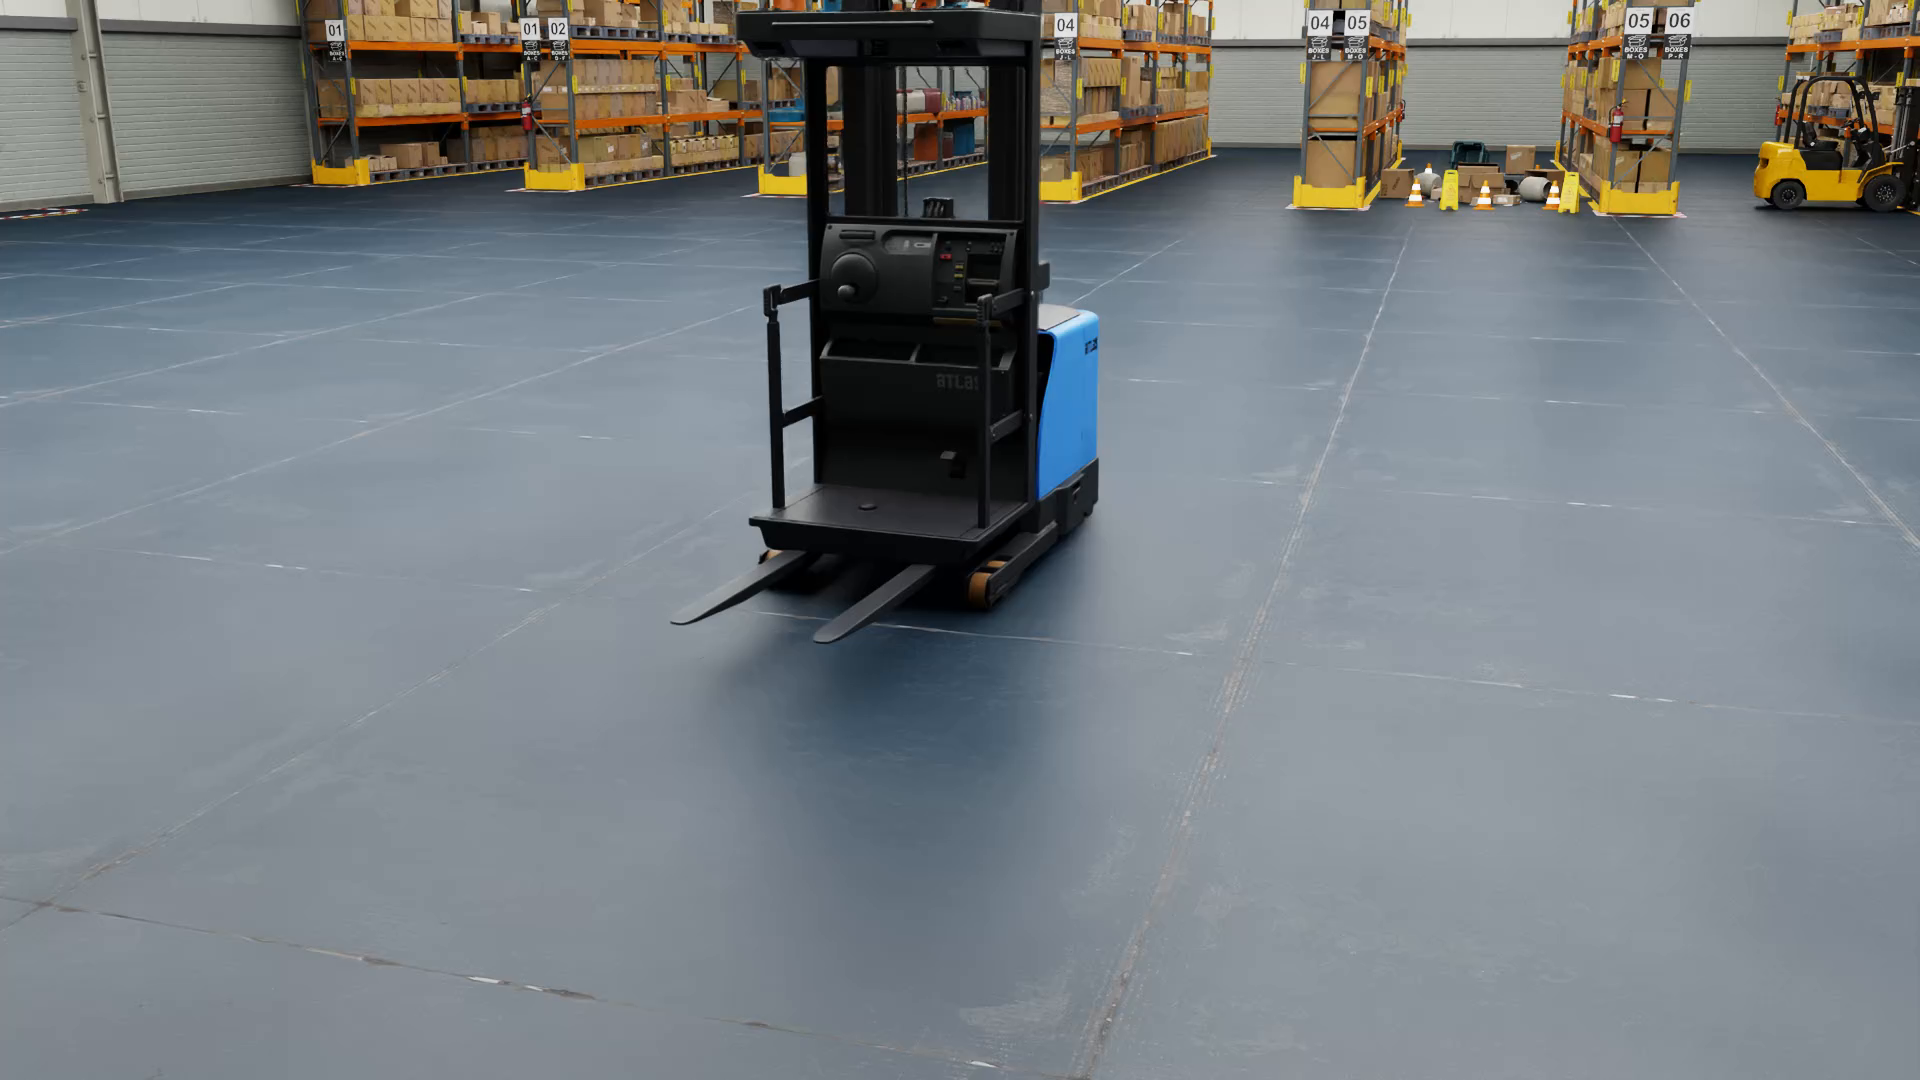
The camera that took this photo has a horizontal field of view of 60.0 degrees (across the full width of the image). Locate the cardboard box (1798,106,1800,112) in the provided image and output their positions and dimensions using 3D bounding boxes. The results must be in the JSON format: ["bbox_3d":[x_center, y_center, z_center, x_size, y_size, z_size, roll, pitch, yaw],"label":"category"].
[{"bbox_3d":[19.550,-9.934,38.314,0.380,0.149,0.250,5,16,16],"label":"cardboard box"}]

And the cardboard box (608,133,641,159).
[{"bbox_3d":[-7.000,-8.218,34.702,0.500,0.500,0.500,5,16,16],"label":"cardboard box"}]

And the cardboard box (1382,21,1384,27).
[{"bbox_3d":[8.085,-10.116,32.509,0.380,0.149,0.250,5,16,16],"label":"cardboard box"}]

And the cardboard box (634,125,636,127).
[{"bbox_3d":[-8.962,-11.538,46.132,0.380,0.149,0.250,4,16,14],"label":"cardboard box"}]

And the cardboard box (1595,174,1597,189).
[{"bbox_3d":[11.496,-6.306,29.335,0.500,0.250,0.500,4,16,15],"label":"cardboard box"}]

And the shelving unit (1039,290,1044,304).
[{"bbox_3d":[0.299,-0.827,9.029,0.258,1.200,0.189,5,13,18],"label":"shelving unit"}]

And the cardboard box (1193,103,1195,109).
[{"bbox_3d":[5.681,-10.906,41.742,0.380,0.149,0.250,4,16,15],"label":"cardboard box"}]

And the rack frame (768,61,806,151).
[{"bbox_3d":[-4.513,-11.471,43.273,1.000,3.000,0.127,5,16,16],"label":"rack frame"}]

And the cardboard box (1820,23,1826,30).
[{"bbox_3d":[18.672,-11.009,35.657,0.380,0.149,0.250,5,17,16],"label":"cardboard box"}]

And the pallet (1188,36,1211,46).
[{"bbox_3d":[5.920,-12.954,43.167,1.003,0.211,1.213,5,16,16],"label":"pallet"}]

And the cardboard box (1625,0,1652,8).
[{"bbox_3d":[10.888,-8.611,26.692,0.380,0.149,0.250,5,17,16],"label":"cardboard box"}]

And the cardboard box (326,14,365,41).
[{"bbox_3d":[-12.339,-10.283,33.370,0.500,0.500,0.500,5,17,17],"label":"cardboard box"}]

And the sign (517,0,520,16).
[{"bbox_3d":[-8.439,-10.208,31.847,0.100,0.325,0.005,5,16,16],"label":"sign"}]

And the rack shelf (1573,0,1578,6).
[{"bbox_3d":[15.054,-12.804,39.031,1.077,0.370,4.000,5,16,16],"label":"rack shelf"}]

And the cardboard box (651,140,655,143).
[{"bbox_3d":[-6.946,-8.655,36.588,0.500,0.311,0.500,5,16,16],"label":"cardboard box"}]

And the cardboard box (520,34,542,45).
[{"bbox_3d":[-10.346,-12.008,39.797,0.500,0.311,0.500,5,16,16],"label":"cardboard box"}]

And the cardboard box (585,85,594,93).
[{"bbox_3d":[-7.460,-8.912,32.880,0.380,0.149,0.250,5,16,16],"label":"cardboard box"}]

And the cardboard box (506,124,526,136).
[{"bbox_3d":[-10.777,-9.841,39.927,0.500,0.250,0.500,5,17,17],"label":"cardboard box"}]

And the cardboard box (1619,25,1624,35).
[{"bbox_3d":[10.948,-8.298,27.053,0.380,0.149,0.250,5,17,16],"label":"cardboard box"}]

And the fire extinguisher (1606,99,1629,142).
[{"bbox_3d":[10.601,-6.762,26.815,0.296,0.674,0.183,5,16,16],"label":"fire extinguisher"}]

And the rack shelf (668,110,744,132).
[{"bbox_3d":[-6.218,-9.555,37.837,1.077,0.370,4.000,5,16,16],"label":"rack shelf"}]

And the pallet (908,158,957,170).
[{"bbox_3d":[-0.717,-8.907,39.345,1.003,0.211,1.213,5,16,16],"label":"pallet"}]

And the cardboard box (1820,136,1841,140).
[{"bbox_3d":[18.822,-8.641,35.919,0.380,0.149,0.250,4,16,13],"label":"cardboard box"}]

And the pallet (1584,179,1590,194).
[{"bbox_3d":[12.432,-6.702,31.572,1.003,0.211,1.213,5,16,16],"label":"pallet"}]

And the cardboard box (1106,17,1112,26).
[{"bbox_3d":[2.690,-9.854,31.622,0.380,0.149,0.250,4,16,14],"label":"cardboard box"}]

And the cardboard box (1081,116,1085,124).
[{"bbox_3d":[2.058,-7.625,30.177,0.380,0.149,0.250,5,16,16],"label":"cardboard box"}]

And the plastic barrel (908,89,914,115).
[{"bbox_3d":[-1.225,-9.596,36.416,0.433,0.535,0.433,0,16,0],"label":"plastic barrel"}]

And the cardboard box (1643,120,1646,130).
[{"bbox_3d":[11.428,-6.813,27.312,0.380,0.149,0.250,5,17,17],"label":"cardboard box"}]

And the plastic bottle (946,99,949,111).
[{"bbox_3d":[-0.337,-10.189,38.981,0.152,0.276,0.135,5,16,16],"label":"plastic bottle"}]

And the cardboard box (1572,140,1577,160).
[{"bbox_3d":[14.767,-9.058,38.694,0.875,0.438,0.875,4,16,15],"label":"cardboard box"}]

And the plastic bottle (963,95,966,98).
[{"bbox_3d":[0.097,-10.759,40.854,0.144,0.351,0.185,5,16,16],"label":"plastic bottle"}]

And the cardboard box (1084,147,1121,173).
[{"bbox_3d":[2.906,-7.777,34.024,0.700,0.500,0.500,3,16,12],"label":"cardboard box"}]

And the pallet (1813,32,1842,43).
[{"bbox_3d":[18.993,-10.737,35.533,1.213,0.211,1.003,5,16,16],"label":"pallet"}]

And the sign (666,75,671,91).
[{"bbox_3d":[-6.254,-9.790,35.615,0.100,0.325,0.005,5,16,16],"label":"sign"}]

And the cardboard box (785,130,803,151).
[{"bbox_3d":[-4.378,-10.328,43.021,0.500,0.500,0.500,5,16,16],"label":"cardboard box"}]

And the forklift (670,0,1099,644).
[{"bbox_3d":[-0.266,-1.233,7.305,1.130,2.935,3.031,6,17,20],"label":"forklift"}]

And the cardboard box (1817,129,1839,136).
[{"bbox_3d":[18.861,-8.859,36.142,0.380,0.149,0.250,4,16,13],"label":"cardboard box"}]

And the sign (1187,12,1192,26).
[{"bbox_3d":[5.507,-12.505,39.899,0.100,0.325,0.005,5,16,16],"label":"sign"}]

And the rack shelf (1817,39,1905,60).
[{"bbox_3d":[18.677,-10.123,34.343,1.077,0.370,4.000,5,16,16],"label":"rack shelf"}]

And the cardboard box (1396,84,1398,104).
[{"bbox_3d":[10.227,-10.722,39.904,0.500,0.500,0.500,5,16,16],"label":"cardboard box"}]

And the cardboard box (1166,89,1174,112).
[{"bbox_3d":[4.677,-10.209,38.643,0.500,0.500,0.500,5,16,16],"label":"cardboard box"}]

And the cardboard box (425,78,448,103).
[{"bbox_3d":[-11.511,-9.780,36.178,0.500,0.500,0.500,5,16,16],"label":"cardboard box"}]

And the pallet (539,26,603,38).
[{"bbox_3d":[-7.697,-9.915,32.453,1.003,0.211,1.213,5,16,16],"label":"pallet"}]

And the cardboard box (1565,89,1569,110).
[{"bbox_3d":[14.932,-10.658,40.225,0.500,0.500,0.500,5,16,16],"label":"cardboard box"}]

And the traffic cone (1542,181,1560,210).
[{"bbox_3d":[9.961,-5.786,27.879,0.336,0.463,0.334,5,16,16],"label":"traffic cone"}]

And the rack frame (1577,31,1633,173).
[{"bbox_3d":[13.349,-8.887,34.163,1.000,3.000,0.127,5,16,16],"label":"rack frame"}]

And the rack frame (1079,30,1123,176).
[{"bbox_3d":[2.710,-8.608,33.183,1.000,3.000,0.127,5,16,16],"label":"rack frame"}]

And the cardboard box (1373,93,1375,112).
[{"bbox_3d":[7.344,-8.172,31.369,0.875,0.550,0.550,5,16,16],"label":"cardboard box"}]

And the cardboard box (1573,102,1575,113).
[{"bbox_3d":[13.962,-9.631,37.061,0.500,0.250,0.500,4,16,15],"label":"cardboard box"}]

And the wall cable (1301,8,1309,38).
[{"bbox_3d":[11.032,-17.394,47.267,2.277,5.999,0.120,5,16,16],"label":"wall cable"}]

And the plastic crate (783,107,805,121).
[{"bbox_3d":[-3.130,-8.198,32.008,0.499,0.251,0.408,5,16,16],"label":"plastic crate"}]

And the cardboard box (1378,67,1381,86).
[{"bbox_3d":[8.437,-9.656,34.861,0.700,0.500,0.500,5,16,16],"label":"cardboard box"}]

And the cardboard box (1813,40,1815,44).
[{"bbox_3d":[19.222,-11.122,37.006,0.380,0.149,0.250,5,17,18],"label":"cardboard box"}]

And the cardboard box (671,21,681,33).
[{"bbox_3d":[-6.449,-11.255,36.521,0.500,0.250,0.500,3,16,10],"label":"cardboard box"}]

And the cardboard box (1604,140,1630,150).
[{"bbox_3d":[11.093,-6.677,28.078,0.380,0.149,0.250,5,17,17],"label":"cardboard box"}]
